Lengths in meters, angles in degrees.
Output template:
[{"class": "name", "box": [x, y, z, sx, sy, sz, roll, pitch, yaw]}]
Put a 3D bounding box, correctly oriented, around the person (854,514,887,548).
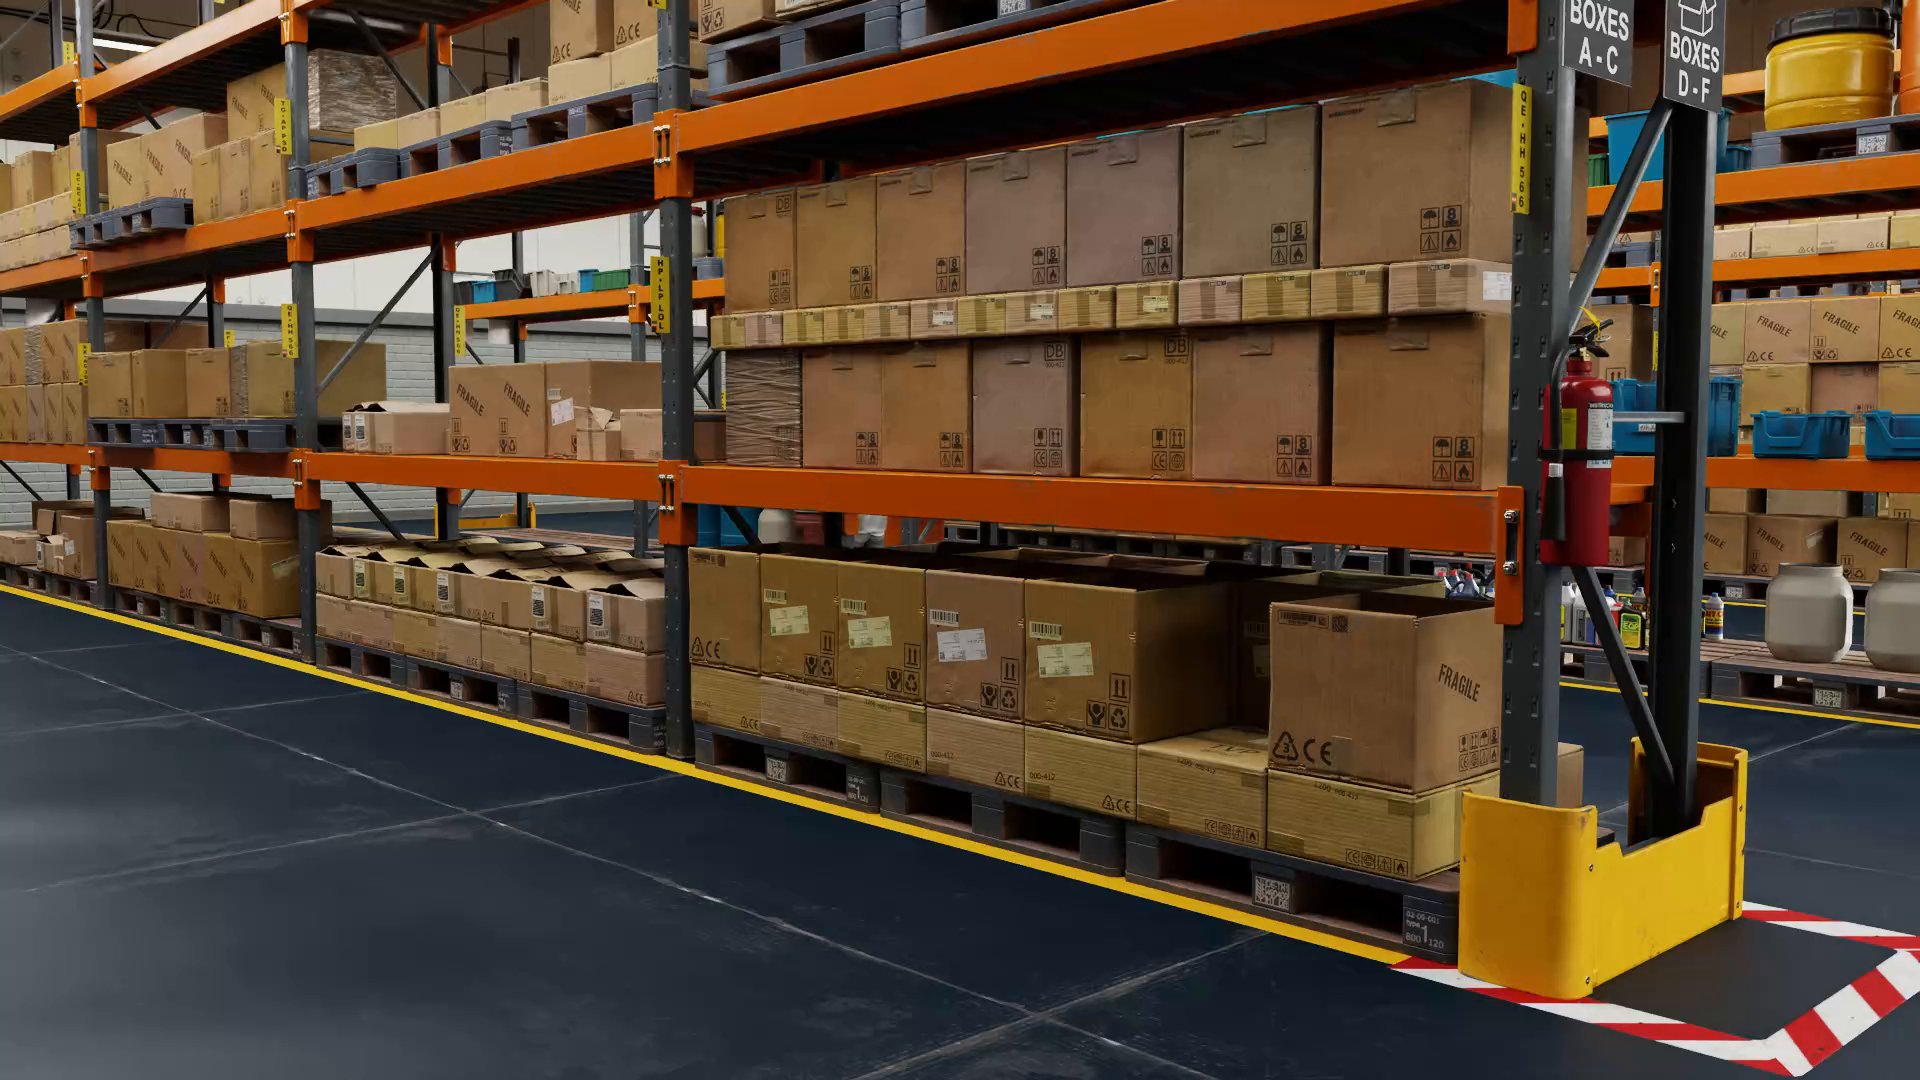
[{"class": "person", "box": [-0.651, -0.059, 10.587, 0.343, 1.594, 0.480, 4, 6, 44]}]
